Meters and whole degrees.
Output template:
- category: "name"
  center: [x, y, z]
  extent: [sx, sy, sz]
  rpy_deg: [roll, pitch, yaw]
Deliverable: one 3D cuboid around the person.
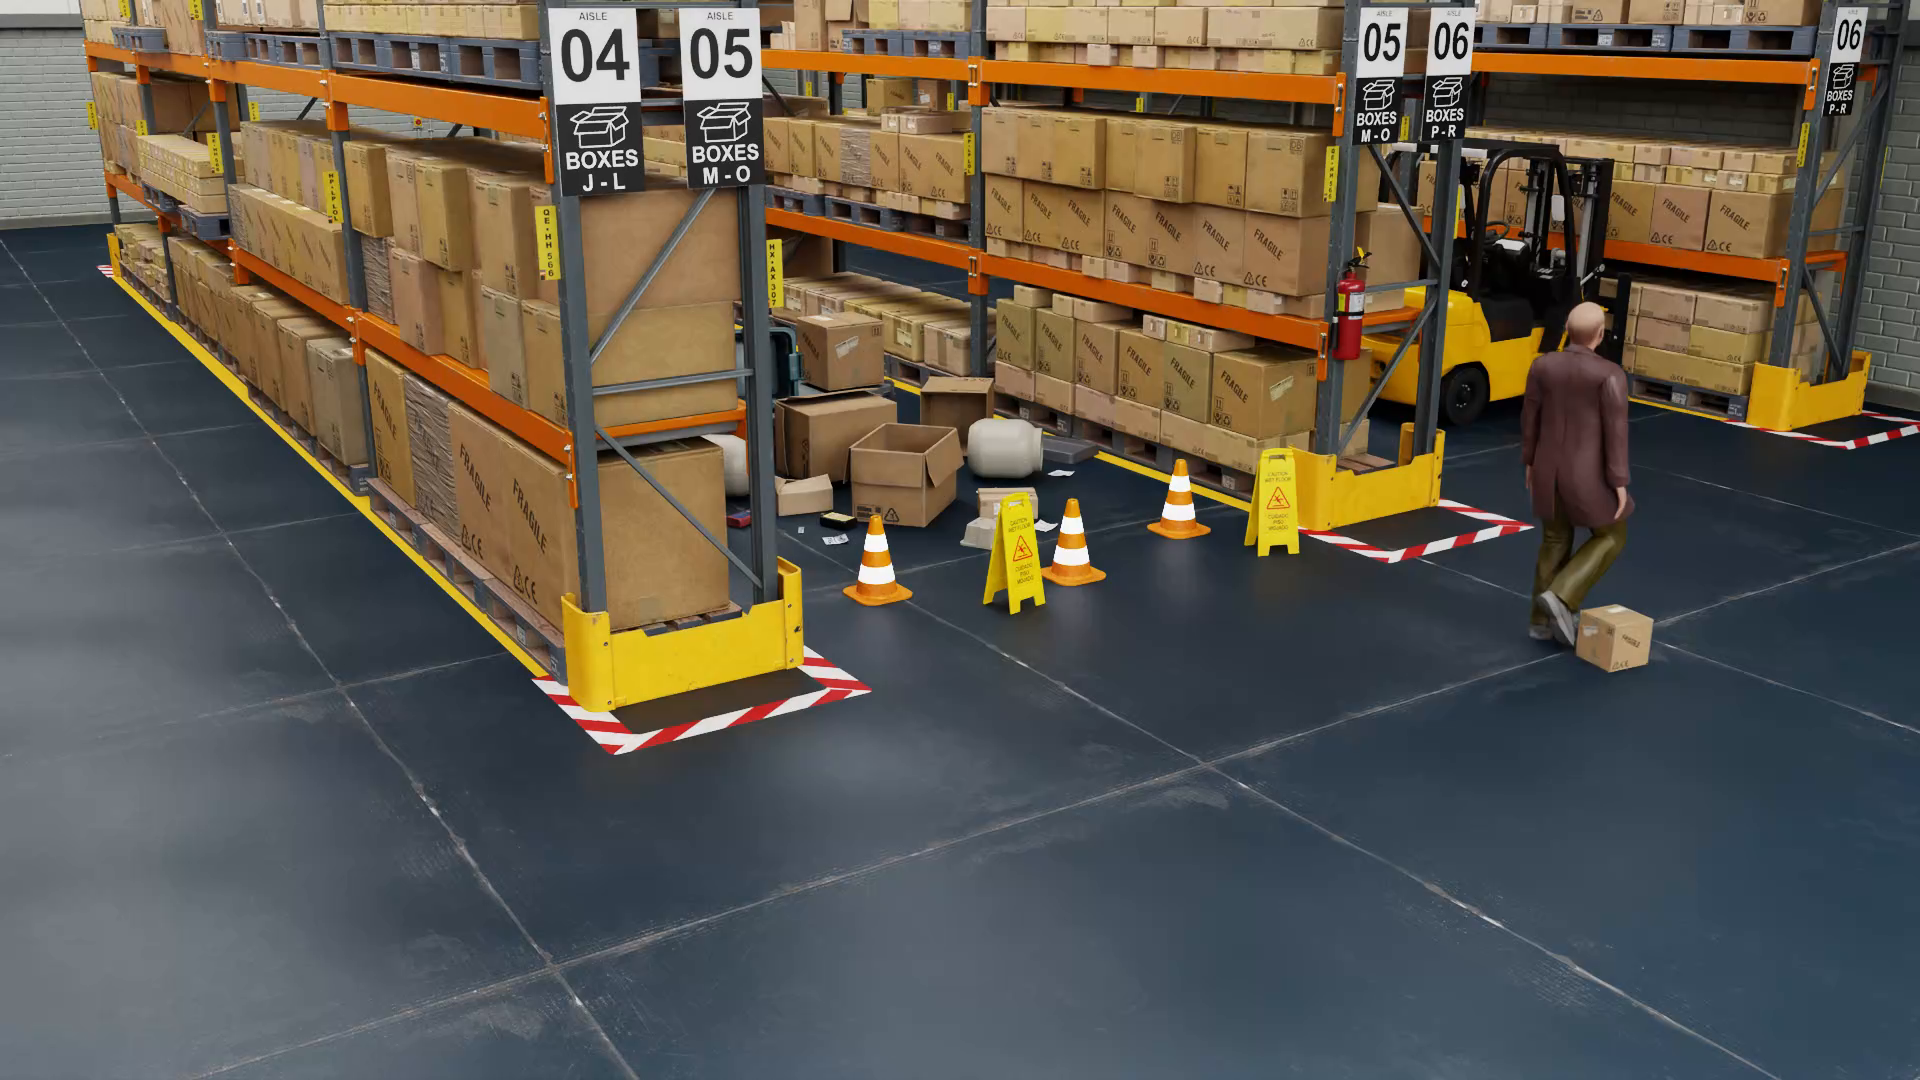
- category: "person"
  center: [3.146, -0.234, 8.539]
  extent: [0.534, 1.574, 0.653]
  rpy_deg: [-14, 23, -37]
